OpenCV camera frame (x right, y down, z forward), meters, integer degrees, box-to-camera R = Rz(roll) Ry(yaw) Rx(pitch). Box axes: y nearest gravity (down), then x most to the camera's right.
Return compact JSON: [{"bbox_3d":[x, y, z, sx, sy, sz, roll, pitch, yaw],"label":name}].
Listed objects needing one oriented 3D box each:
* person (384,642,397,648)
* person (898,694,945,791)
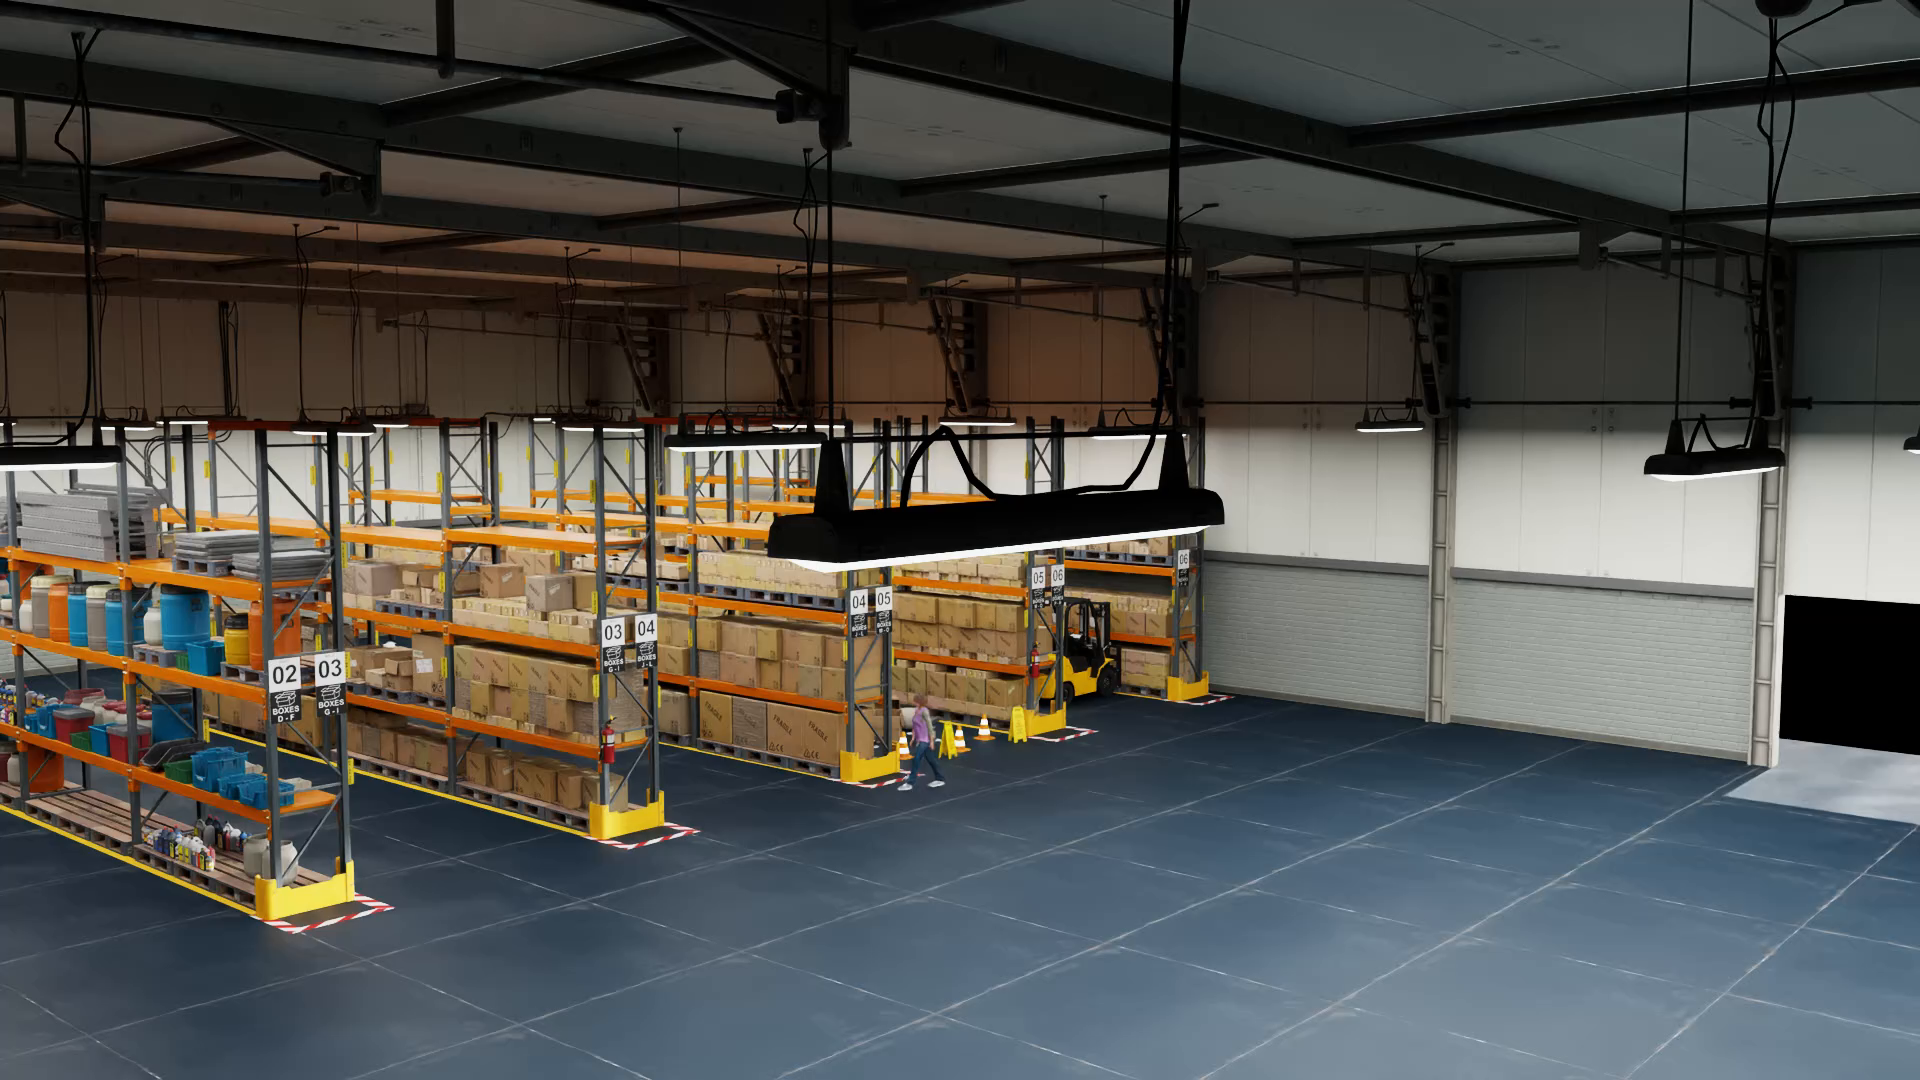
[{"bbox_3d":[-10.900,2.807,31.873,1.069,1.712,0.513,5,7,44],"label":"person"},{"bbox_3d":[-0.648,3.274,27.134,0.849,1.548,0.438,-1,5,-15],"label":"person"}]
